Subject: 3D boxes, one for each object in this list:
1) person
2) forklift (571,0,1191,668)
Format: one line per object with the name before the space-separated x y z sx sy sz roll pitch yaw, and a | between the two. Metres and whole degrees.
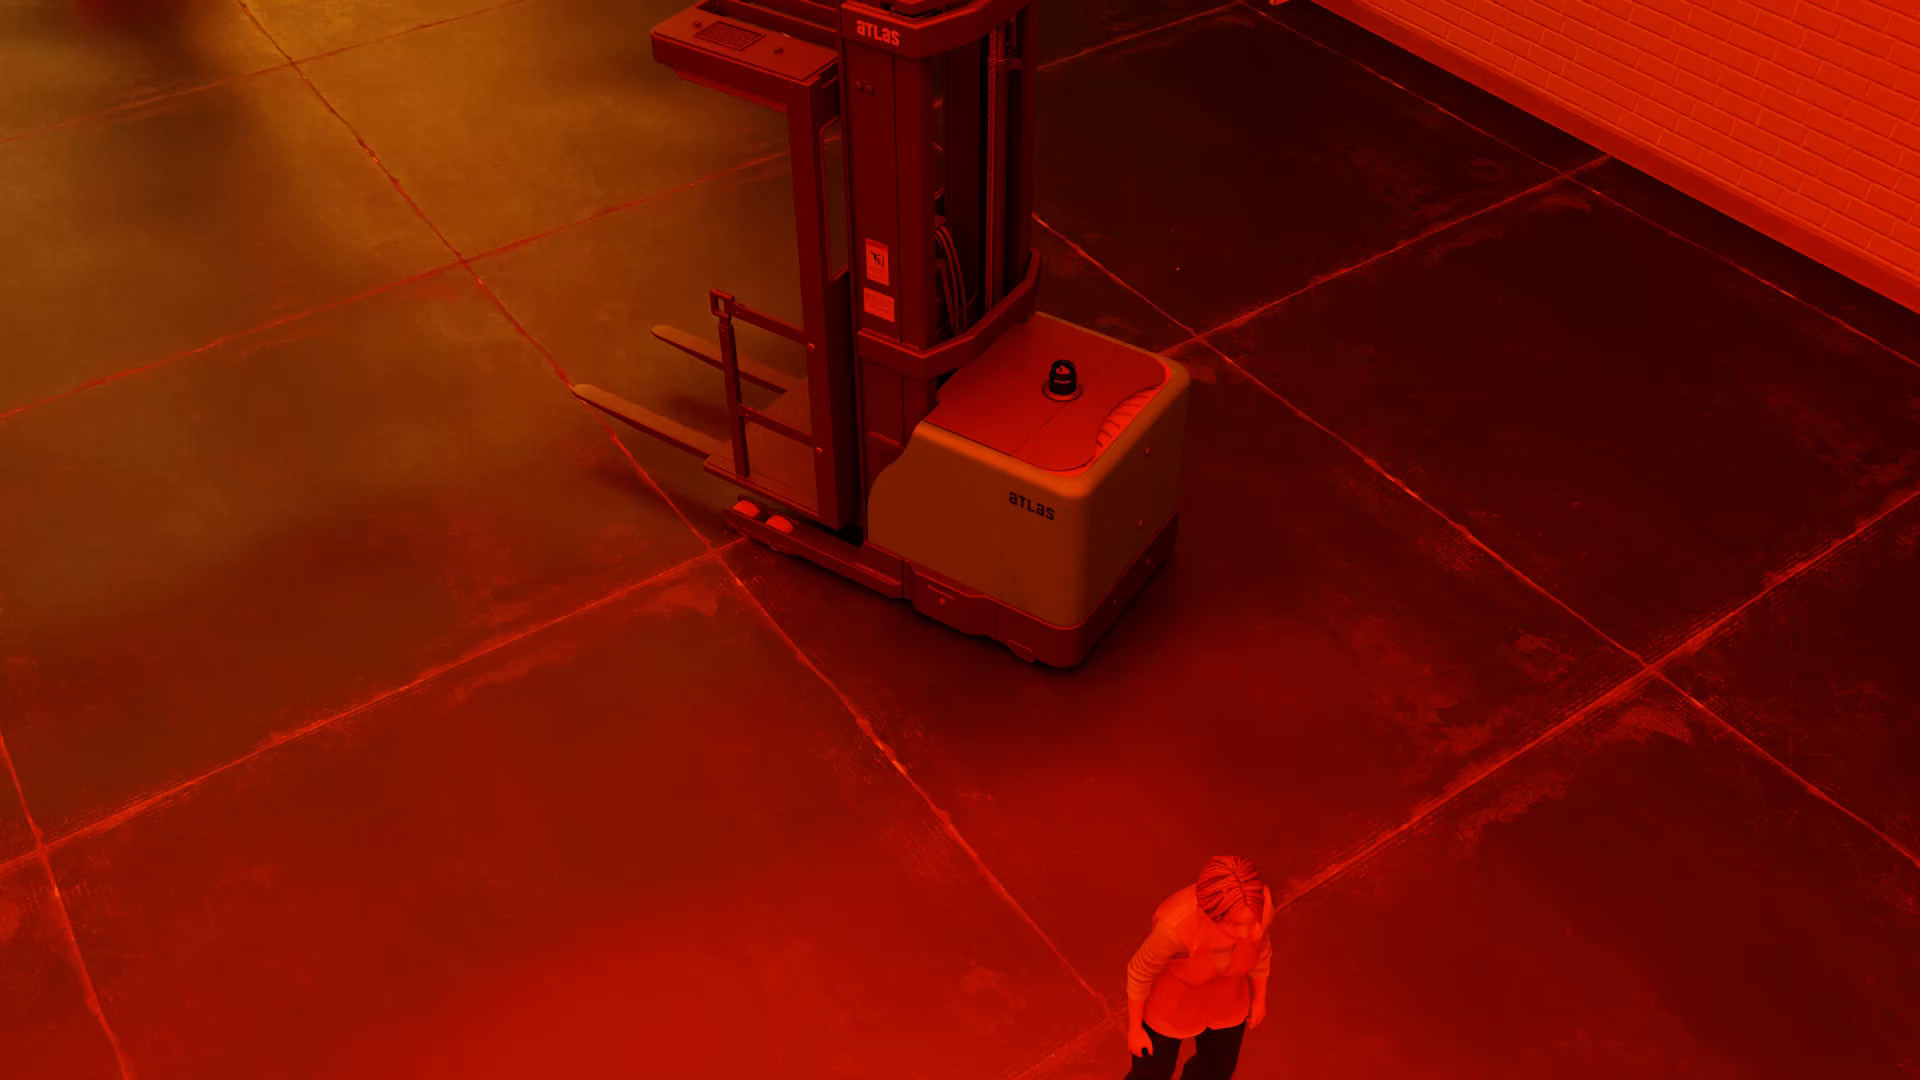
person | 0.718 1.456 5.132 0.485 1.582 0.344 -10 44 -11
forklift | -0.511 -1.302 7.129 3.031 2.935 1.130 24 48 24
